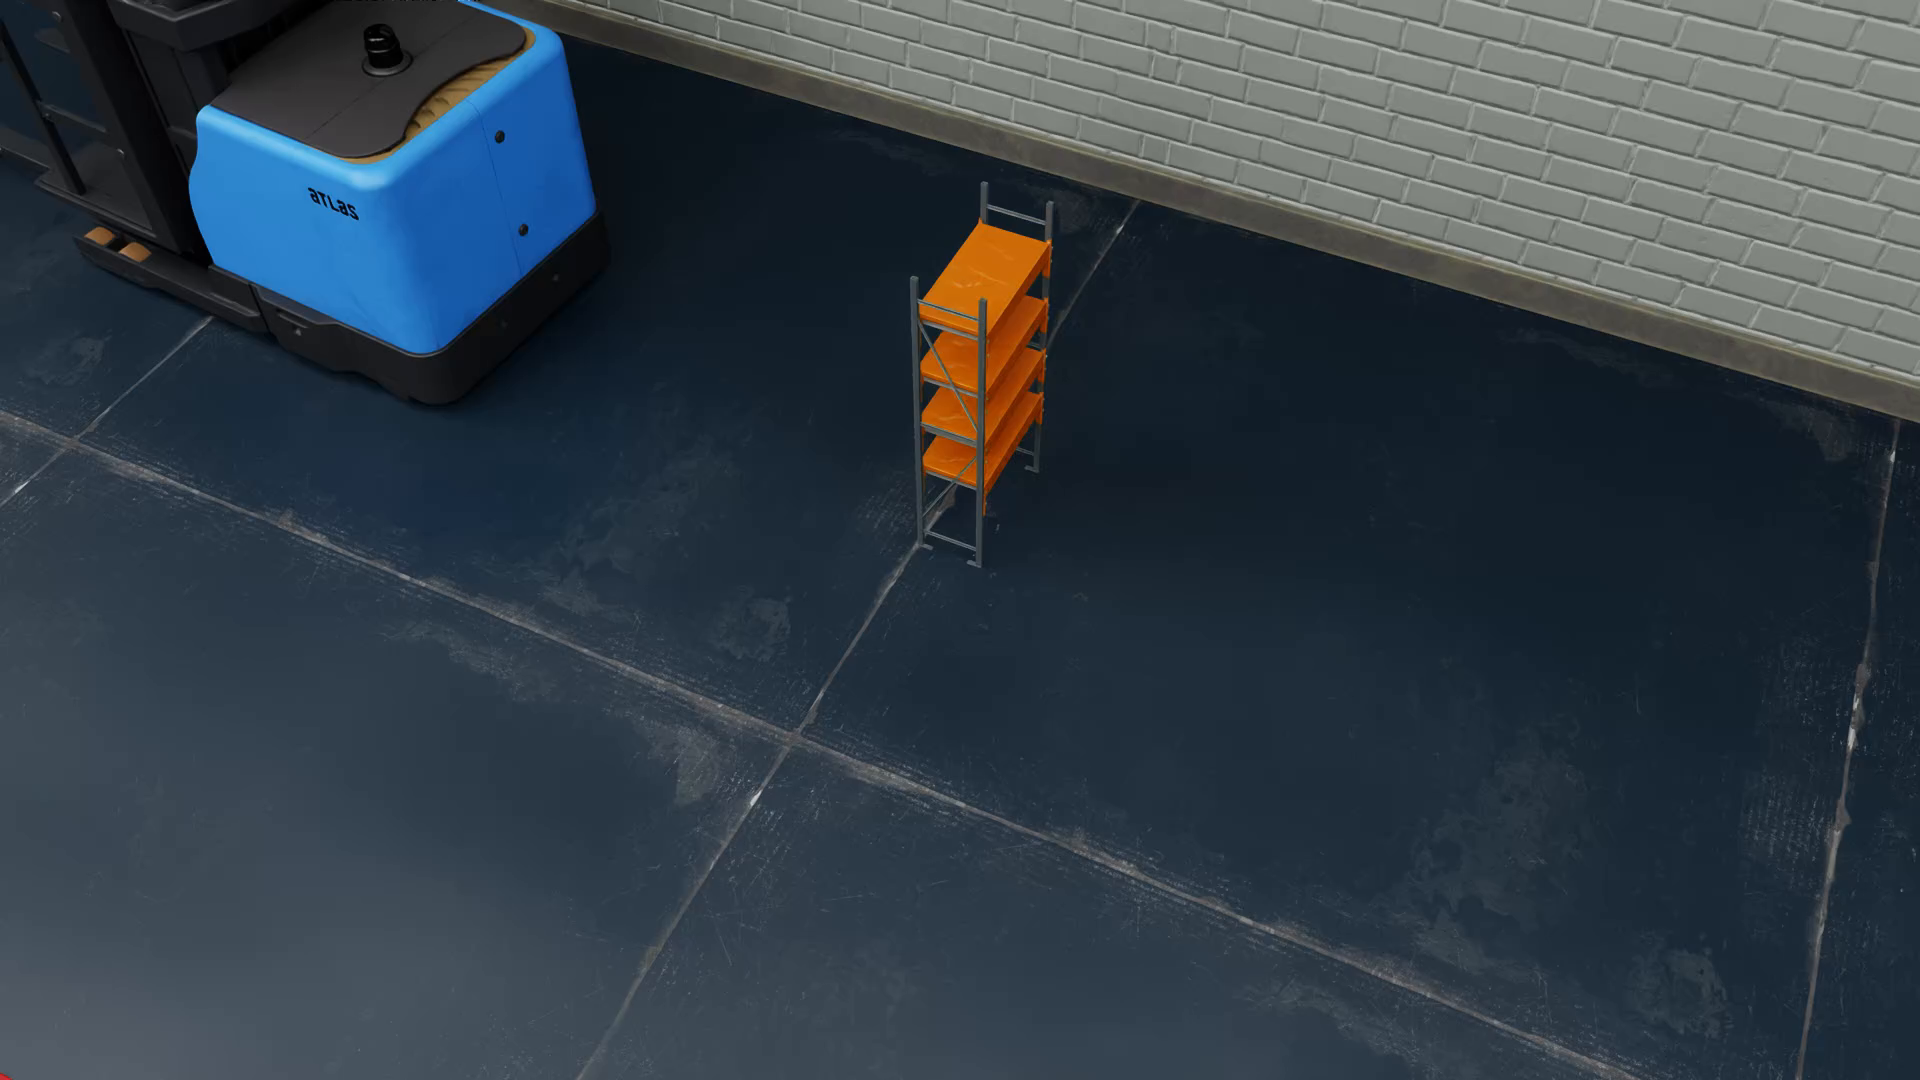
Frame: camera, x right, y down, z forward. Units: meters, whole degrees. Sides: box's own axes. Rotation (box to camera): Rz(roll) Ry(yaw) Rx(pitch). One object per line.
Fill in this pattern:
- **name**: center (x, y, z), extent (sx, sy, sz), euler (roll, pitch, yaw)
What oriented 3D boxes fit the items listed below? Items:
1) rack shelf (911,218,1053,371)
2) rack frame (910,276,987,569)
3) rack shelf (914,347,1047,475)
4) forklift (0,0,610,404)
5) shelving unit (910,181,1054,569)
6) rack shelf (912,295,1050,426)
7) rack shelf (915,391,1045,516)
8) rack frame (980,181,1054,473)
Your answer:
- **rack shelf**: center (0.071, -0.757, 5.091), extent (0.258, 0.148, 0.480), euler (20, 52, 16)
- **rack frame**: center (-0.034, -0.335, 5.247), extent (0.240, 1.200, 0.015), euler (20, 52, 16)
- **rack shelf**: center (0.071, -0.459, 5.441), extent (0.258, 0.148, 0.480), euler (20, 52, 16)
- **forklift**: center (-2.927, -2.288, 5.772), extent (3.031, 2.935, 1.130), euler (24, 54, 19)
- **shelving unit**: center (0.071, -0.503, 5.390), extent (0.258, 1.200, 0.503), euler (20, 52, 16)
- **rack shelf**: center (0.071, -0.604, 5.271), extent (0.258, 0.148, 0.480), euler (20, 52, 16)
- **rack shelf**: center (0.071, -0.331, 5.592), extent (0.258, 0.148, 0.480), euler (20, 52, 16)
- **rack frame**: center (0.175, -0.671, 5.533), extent (0.240, 1.200, 0.015), euler (20, 52, 16)
